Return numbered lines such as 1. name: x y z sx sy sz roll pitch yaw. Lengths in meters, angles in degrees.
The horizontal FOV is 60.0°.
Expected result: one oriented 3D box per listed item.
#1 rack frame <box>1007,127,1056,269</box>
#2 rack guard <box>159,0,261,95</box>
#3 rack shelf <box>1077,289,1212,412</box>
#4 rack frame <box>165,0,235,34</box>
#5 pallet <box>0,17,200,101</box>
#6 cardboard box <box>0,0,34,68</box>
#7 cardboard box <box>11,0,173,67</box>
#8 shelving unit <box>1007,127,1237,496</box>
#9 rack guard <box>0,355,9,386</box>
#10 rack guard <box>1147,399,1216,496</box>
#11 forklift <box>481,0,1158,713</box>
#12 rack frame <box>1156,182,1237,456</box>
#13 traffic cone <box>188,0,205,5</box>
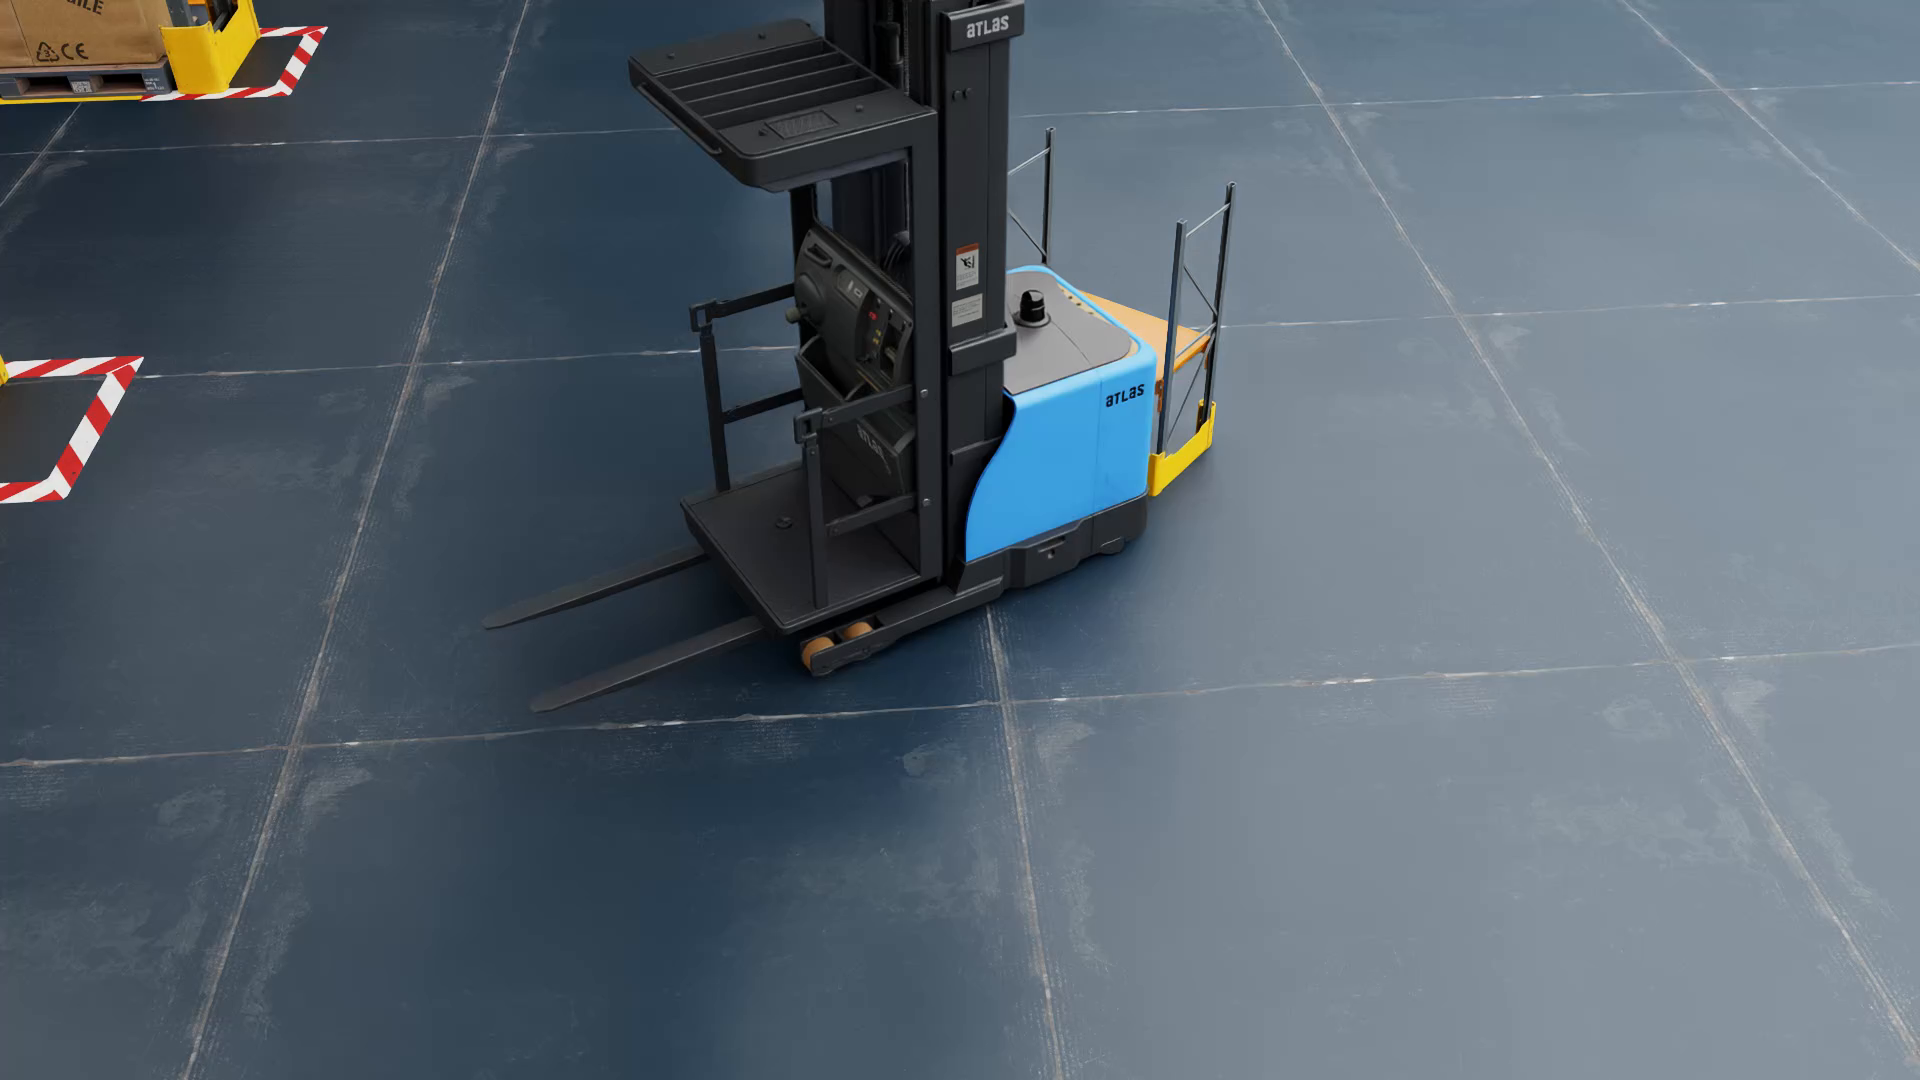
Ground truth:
1. rack frame: 0.315 -1.331 8.548 0.032 1.500 0.500 25 44 28
2. rack guard: -5.635 -3.836 12.530 0.348 0.500 1.175 -3 38 -4
3. rack shelf: 0.724 -1.003 8.423 1.000 0.185 0.538 25 44 28
4. rack frame: -5.659 -4.816 11.754 0.127 3.000 1.000 -3 38 -4
5. pallet: -6.449 -3.629 12.501 1.213 0.211 1.003 -3 38 -4
6. cardboard box: -7.205 -4.019 12.120 0.875 0.875 0.875 -4 38 -5
7. cardboard box: -6.329 -4.068 12.183 0.875 0.875 0.875 -3 38 -4
8. shelving unit: 0.717 -1.148 8.316 1.083 1.500 0.587 25 44 28
9. rack guard: -5.396 -0.764 8.637 0.348 0.500 1.175 -3 38 -4
10. rack guard: 1.118 -0.474 8.471 0.087 0.250 0.587 25 44 28
11. forklift: -0.626 -0.931 6.886 3.031 2.935 1.130 -21 43 -24
12. rack frame: 1.133 -0.957 8.075 0.032 1.500 0.500 25 44 28
13. traffic cone: -6.314 -4.667 13.613 0.334 0.463 0.336 -3 38 -4
